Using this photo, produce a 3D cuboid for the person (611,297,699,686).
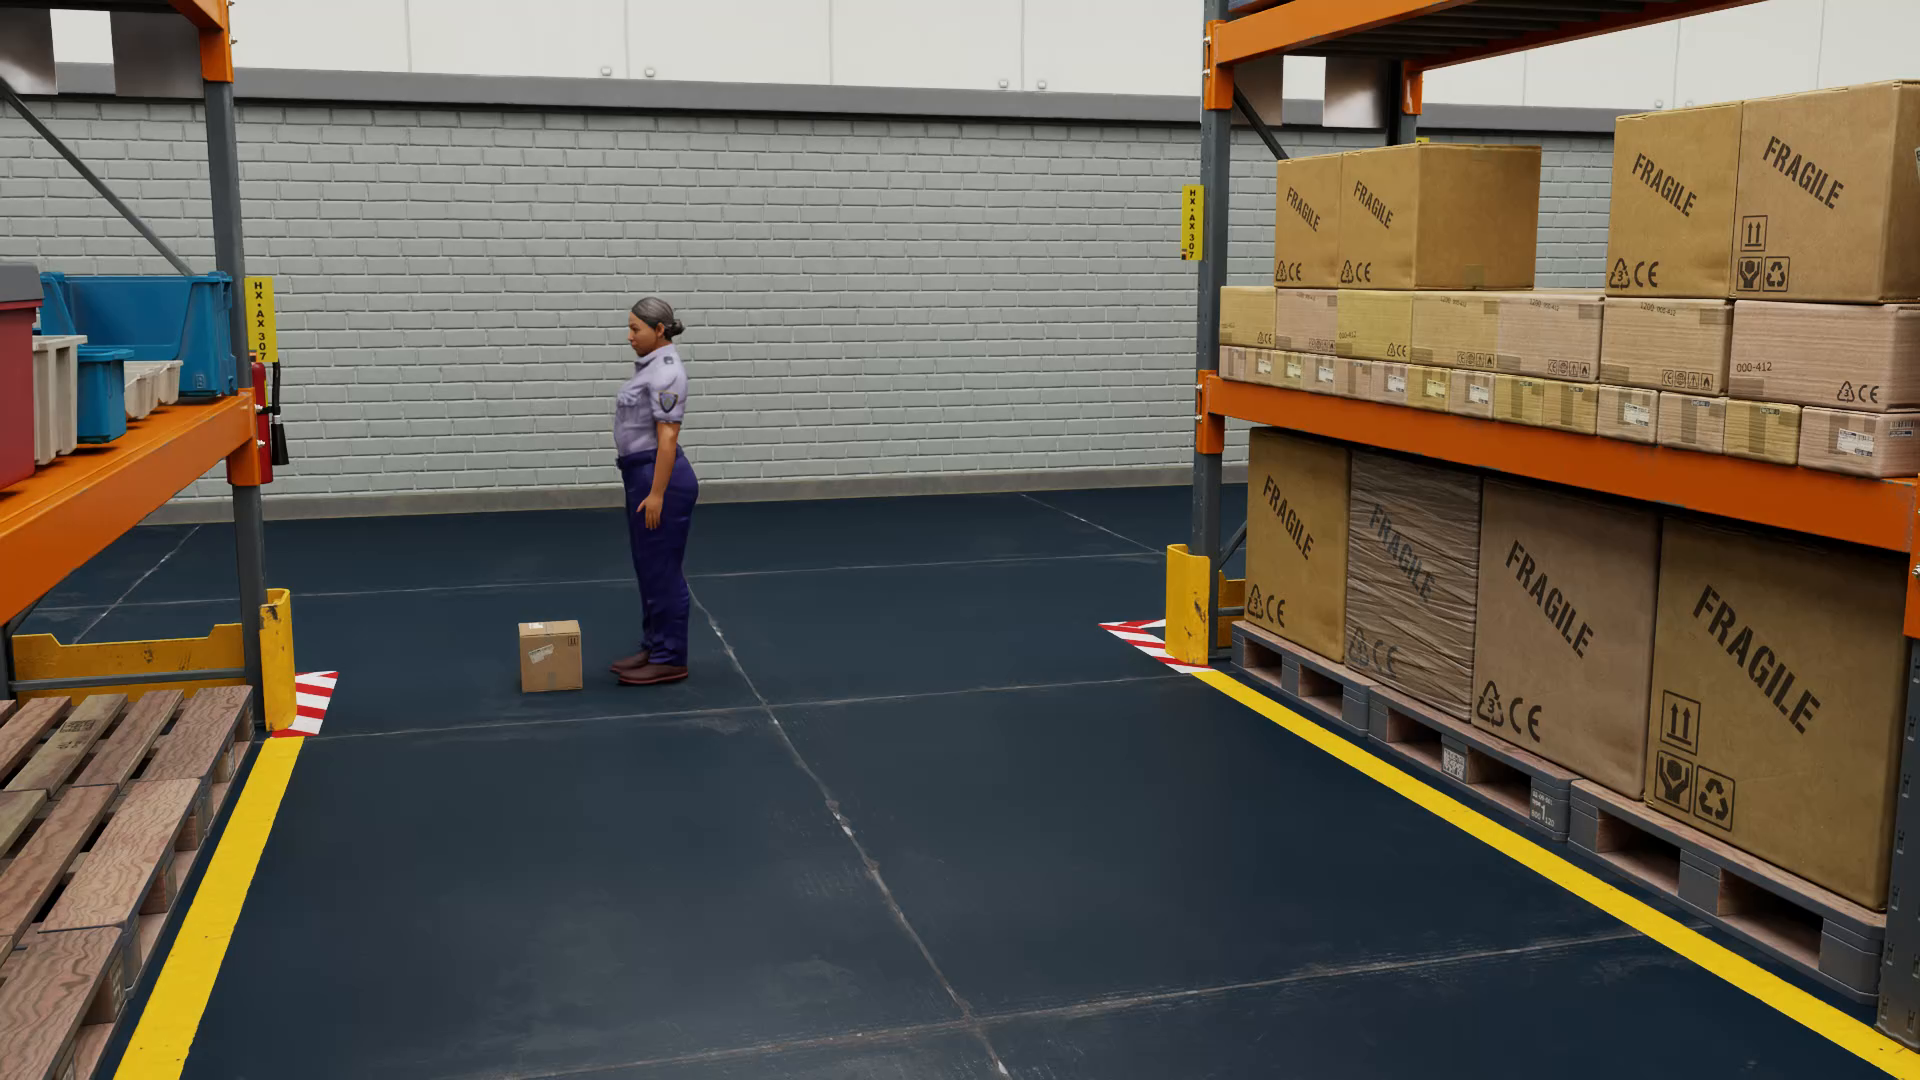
[{"bbox_3d":[-1.329,-0.210,7.178,0.382,1.661,0.479,-3,10,-15],"label":"person"}]
